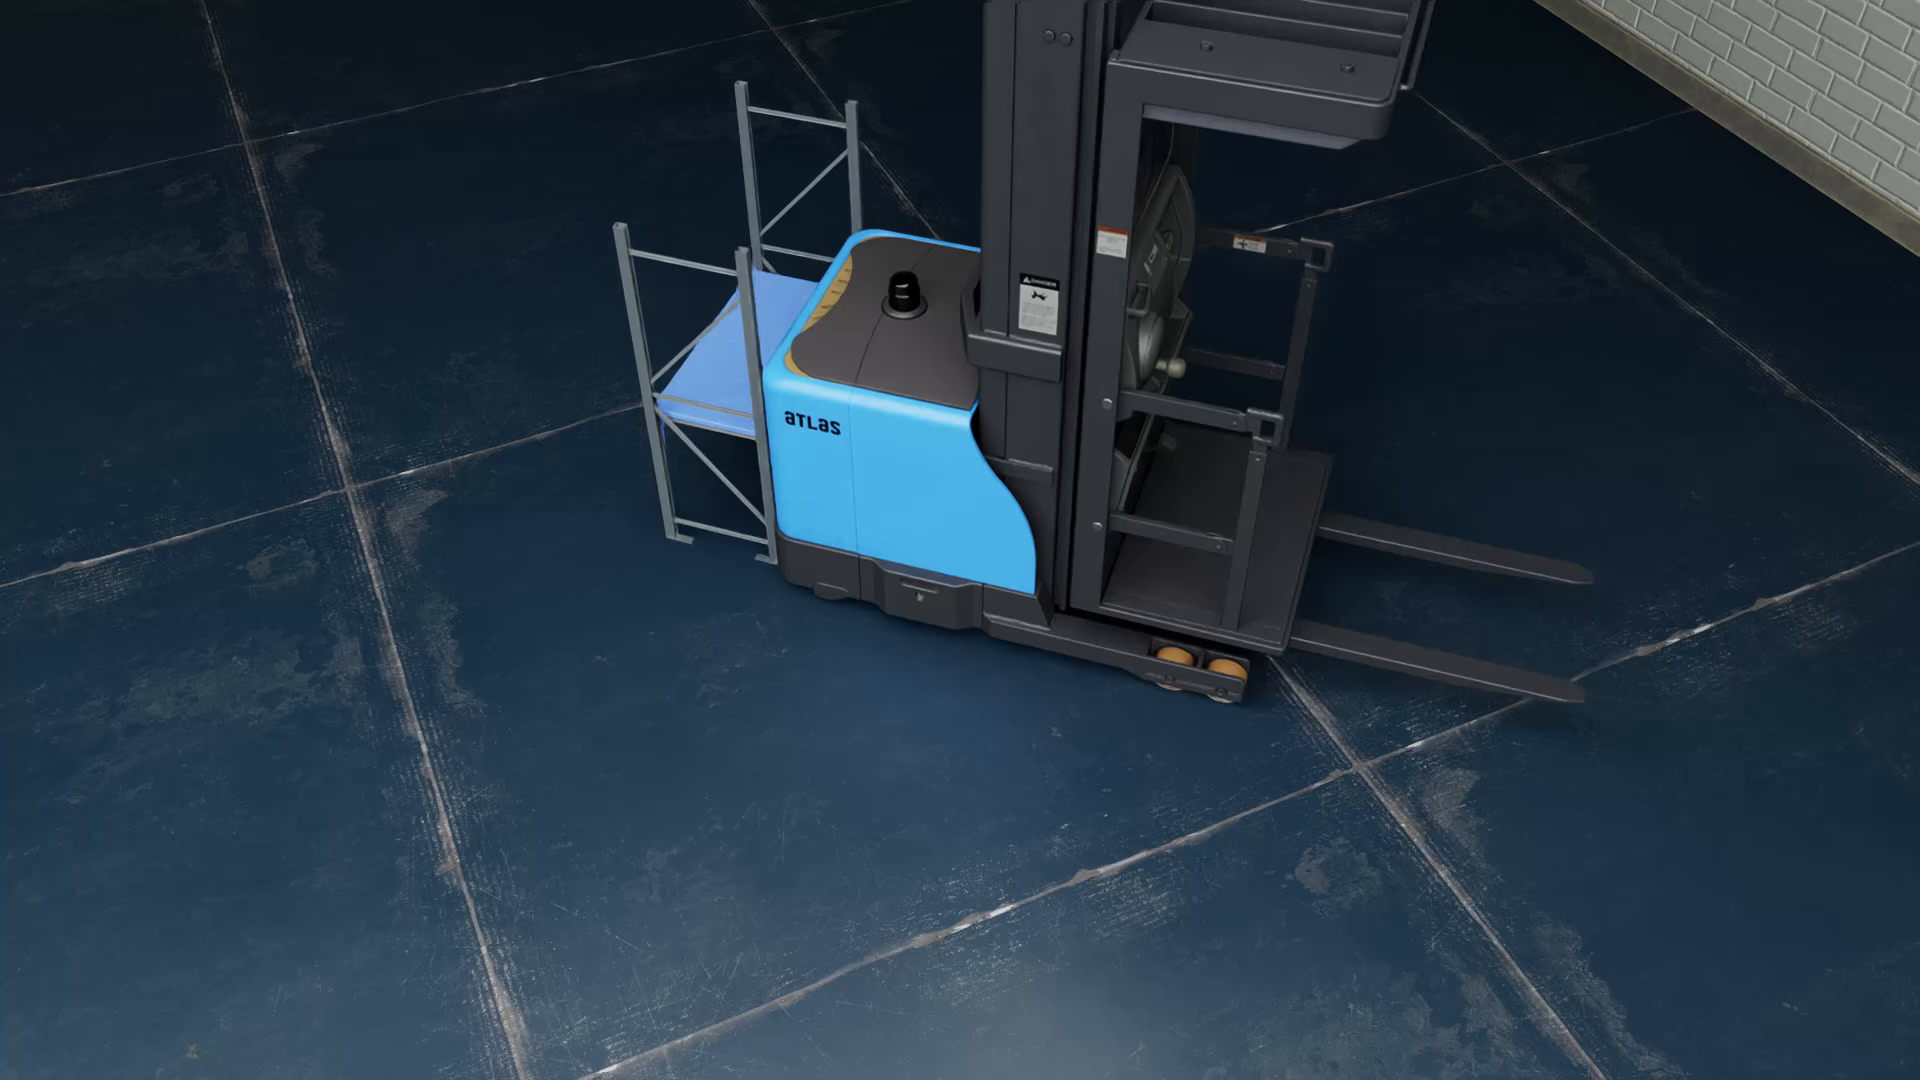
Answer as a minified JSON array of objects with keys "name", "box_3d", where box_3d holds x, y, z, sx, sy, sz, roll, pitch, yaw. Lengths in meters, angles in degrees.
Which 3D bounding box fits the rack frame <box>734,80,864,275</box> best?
[{"name":"rack frame","box_3d":[-0.627,-1.173,6.871,0.500,1.500,0.032,13,46,13]}]

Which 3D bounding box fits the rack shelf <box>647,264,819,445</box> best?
[{"name":"rack shelf","box_3d":[-0.789,-0.706,6.654,0.538,0.185,1.000,13,46,13]}]

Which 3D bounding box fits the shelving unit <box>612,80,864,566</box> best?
[{"name":"shelving unit","box_3d":[-0.789,-0.834,6.528,0.538,1.500,1.048,13,46,13]}]

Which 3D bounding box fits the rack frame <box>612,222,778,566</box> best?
[{"name":"rack frame","box_3d":[-0.951,-0.496,6.185,0.500,1.500,0.032,13,46,13]}]

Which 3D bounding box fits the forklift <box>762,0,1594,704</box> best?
[{"name":"forklift","box_3d":[0.861,-0.865,5.539,3.031,2.935,1.130,13,46,13]}]
